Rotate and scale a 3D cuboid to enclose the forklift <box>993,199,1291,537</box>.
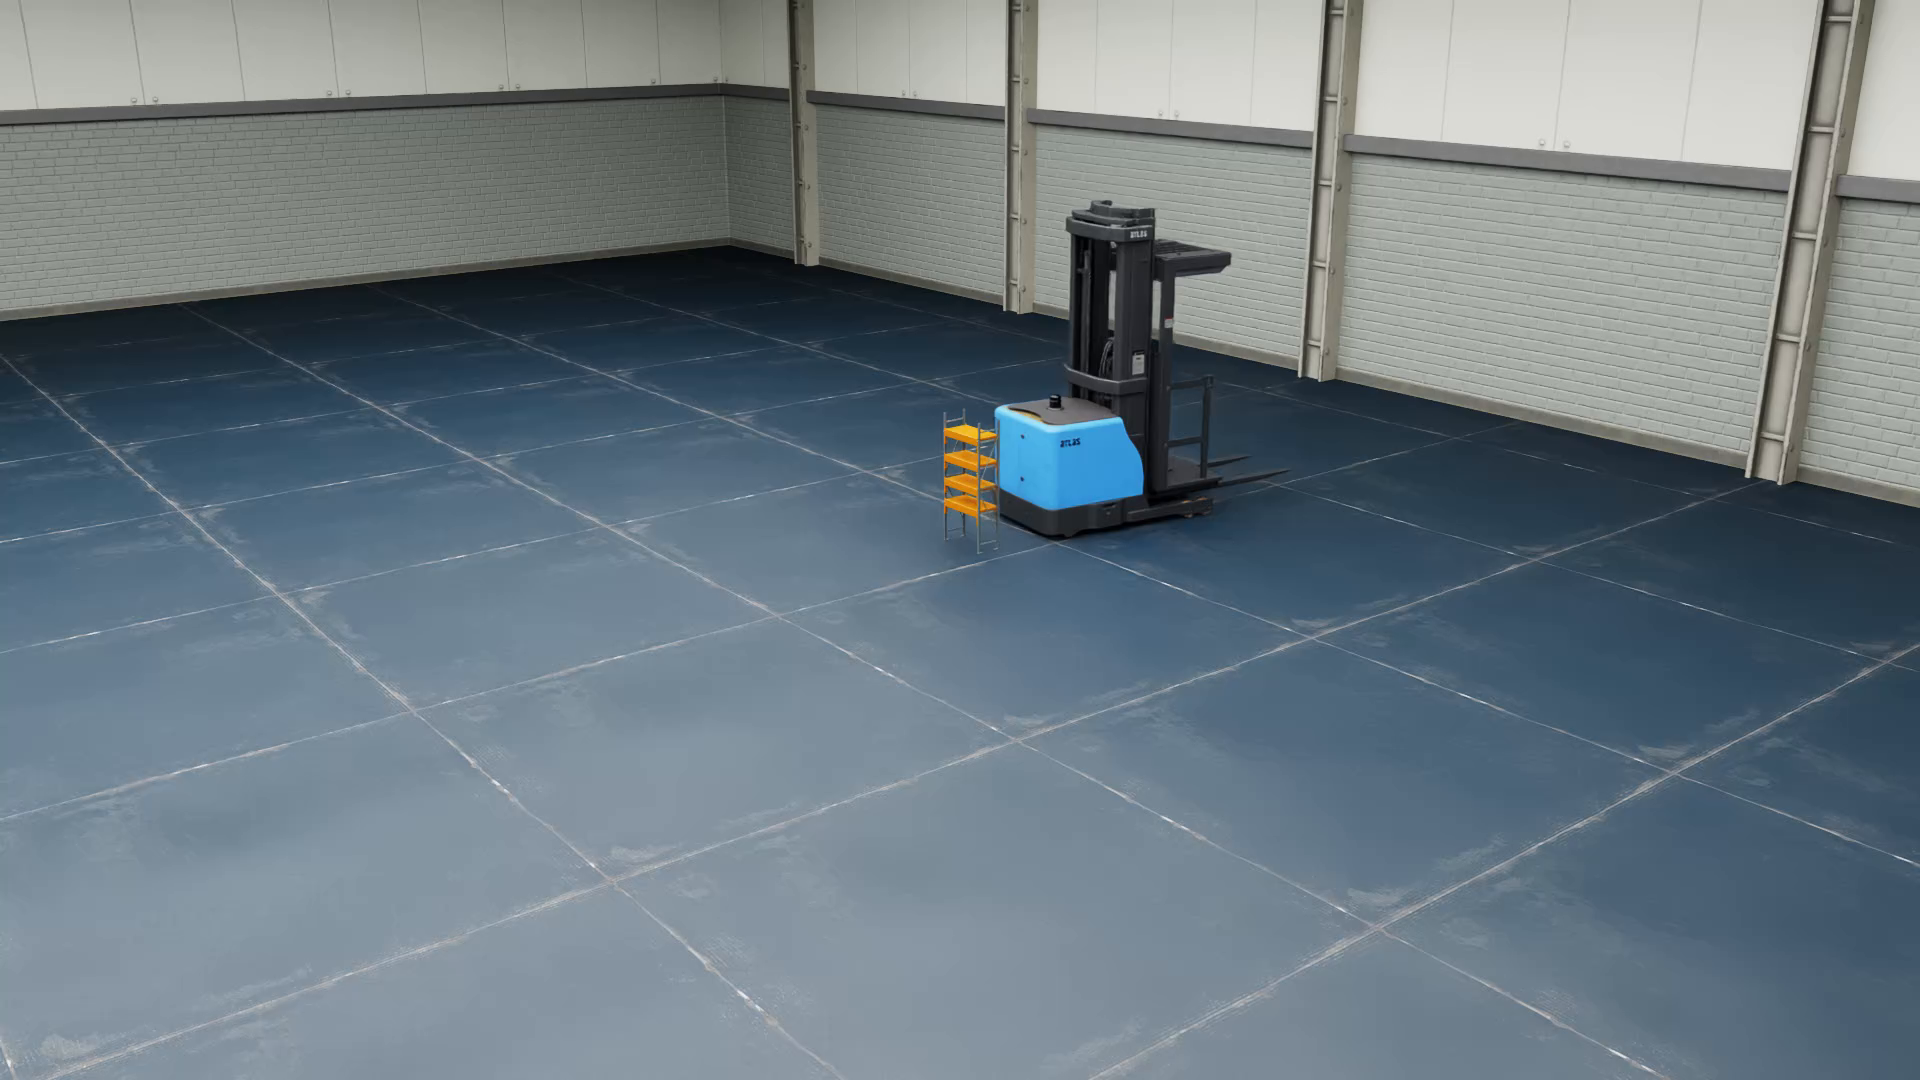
[{"bbox_3d":[1.847,-1.736,15.829,3.031,2.935,1.130,-10,21,-29],"label":"forklift"}]

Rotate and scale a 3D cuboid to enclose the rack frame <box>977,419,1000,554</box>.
[{"bbox_3d":[0.254,-0.469,14.757,0.240,1.200,0.015,-14,23,-36],"label":"rack frame"}]

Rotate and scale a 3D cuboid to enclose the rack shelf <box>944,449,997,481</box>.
[{"bbox_3d":[0.103,-0.677,14.889,0.258,0.148,0.480,-14,23,-36],"label":"rack shelf"}]

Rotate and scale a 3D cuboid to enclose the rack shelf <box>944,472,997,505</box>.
[{"bbox_3d":[0.103,-0.465,14.959,0.258,0.148,0.480,-14,23,-36],"label":"rack shelf"}]

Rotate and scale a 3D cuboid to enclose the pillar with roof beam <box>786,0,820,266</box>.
[{"bbox_3d":[-6.180,-8.504,26.617,9.100,9.000,0.400,-14,23,-36],"label":"pillar with roof beam"}]

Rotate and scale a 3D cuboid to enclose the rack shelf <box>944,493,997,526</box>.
[{"bbox_3d":[0.103,-0.276,15.022,0.258,0.148,0.480,-14,23,-36],"label":"rack shelf"}]

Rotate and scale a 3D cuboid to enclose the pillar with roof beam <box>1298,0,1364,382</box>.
[{"bbox_3d":[1.271,-5.547,17.687,9.100,9.000,0.400,-14,23,-36],"label":"pillar with roof beam"}]

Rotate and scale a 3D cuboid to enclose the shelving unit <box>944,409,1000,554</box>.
[{"bbox_3d":[0.103,-0.529,14.938,0.258,1.200,0.503,-14,23,-36],"label":"shelving unit"}]

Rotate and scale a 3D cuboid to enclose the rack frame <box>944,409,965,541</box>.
[{"bbox_3d":[-0.049,-0.589,15.120,0.240,1.200,0.015,-14,23,-36],"label":"rack frame"}]

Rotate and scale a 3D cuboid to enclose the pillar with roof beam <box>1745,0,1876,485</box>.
[{"bbox_3d":[4.996,-4.069,13.222,9.100,9.000,0.400,-14,23,-36],"label":"pillar with roof beam"}]

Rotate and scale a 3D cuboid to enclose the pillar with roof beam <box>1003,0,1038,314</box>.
[{"bbox_3d":[-2.454,-7.026,22.152,9.100,9.000,0.400,-14,23,-36],"label":"pillar with roof beam"}]

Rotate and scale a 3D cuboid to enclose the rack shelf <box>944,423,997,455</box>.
[{"bbox_3d":[0.103,-0.902,14.815,0.258,0.148,0.480,-14,23,-36],"label":"rack shelf"}]
